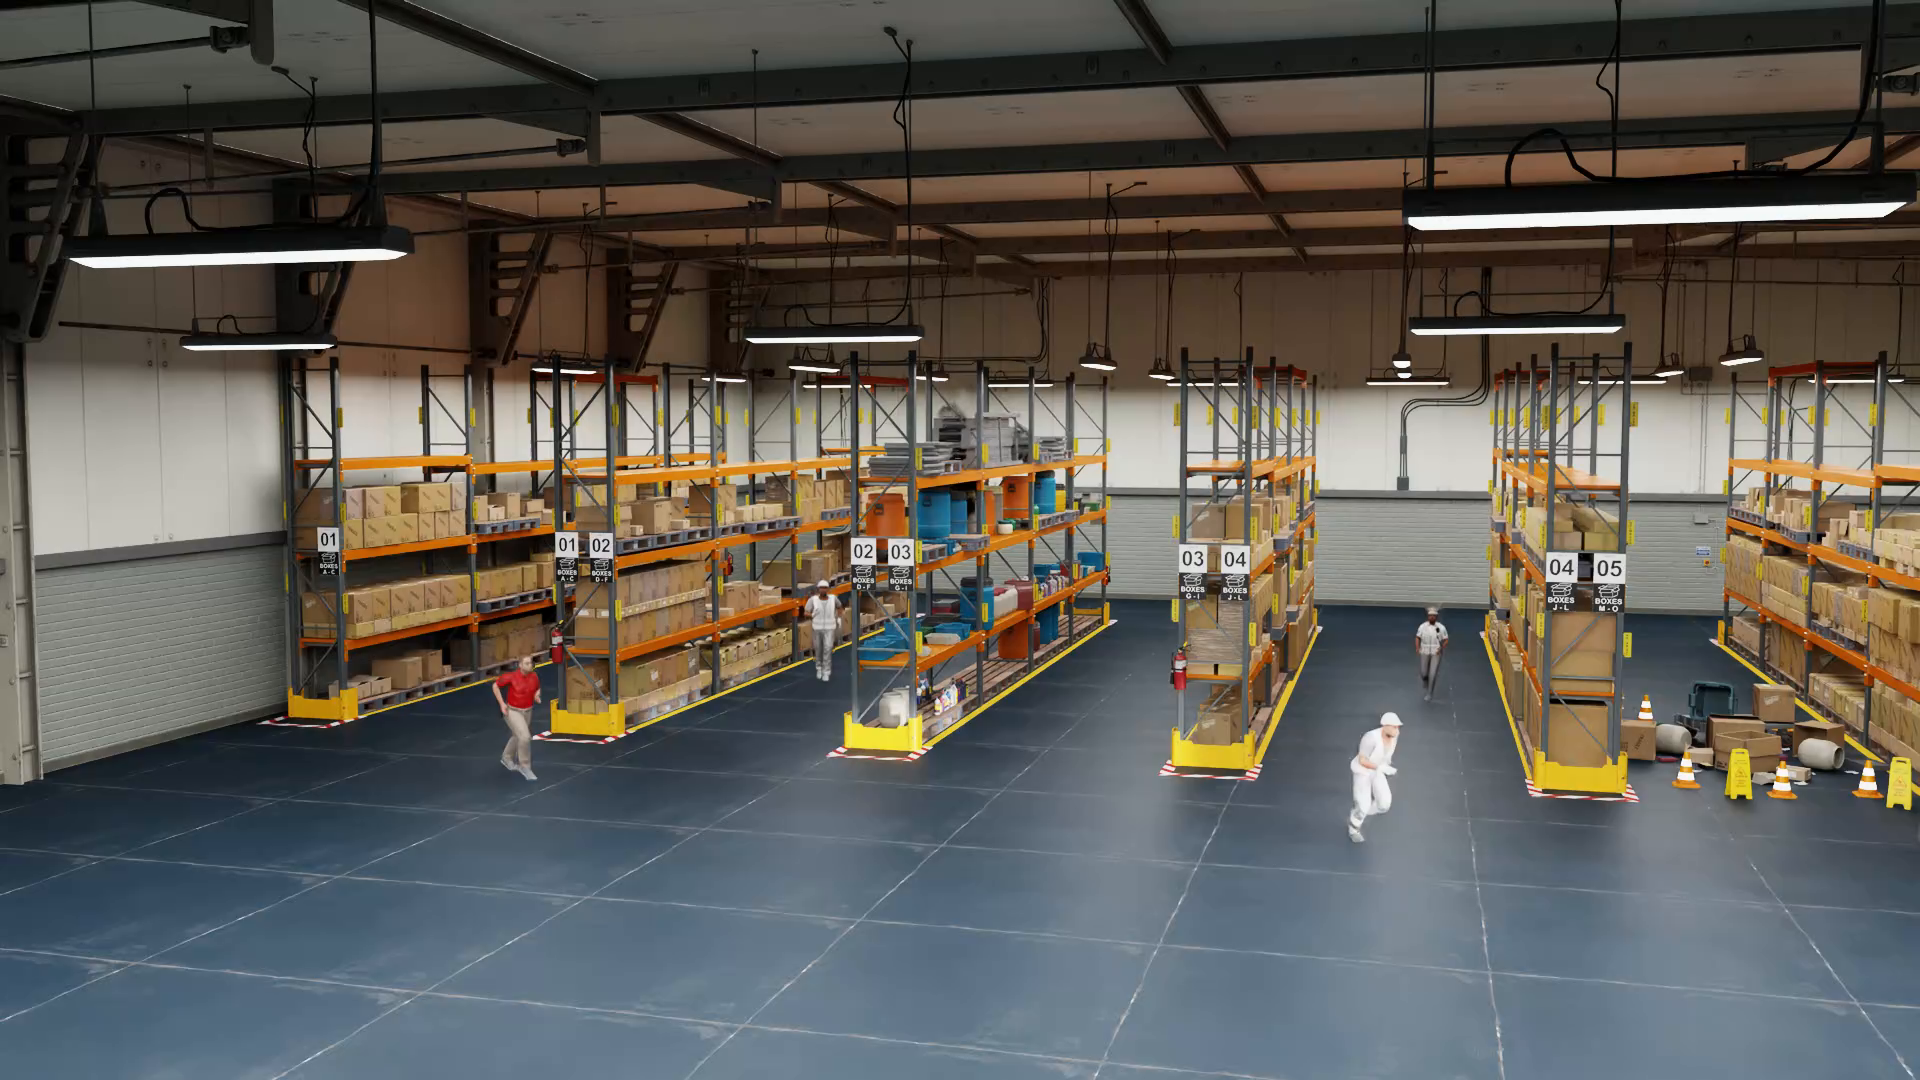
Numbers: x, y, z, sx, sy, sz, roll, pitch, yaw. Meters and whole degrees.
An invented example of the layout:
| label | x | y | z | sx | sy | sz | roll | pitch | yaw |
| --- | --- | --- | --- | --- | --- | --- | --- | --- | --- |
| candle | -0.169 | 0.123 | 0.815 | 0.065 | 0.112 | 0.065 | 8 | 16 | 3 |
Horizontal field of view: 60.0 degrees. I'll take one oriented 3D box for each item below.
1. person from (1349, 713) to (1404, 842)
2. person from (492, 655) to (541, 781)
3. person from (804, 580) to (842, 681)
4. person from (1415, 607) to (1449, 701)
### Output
| label | x | y | z | sx | sy | sz | roll | pitch | yaw |
| --- | --- | --- | --- | --- | --- | --- | --- | --- | --- |
| person | 4.896 | 2.776 | 19.460 | 0.696 | 1.604 | 0.828 | -2 | 5 | -30 |
| person | -6.176 | 2.464 | 23.194 | 0.855 | 1.759 | 0.674 | 3 | 5 | 36 |
| person | -2.463 | 1.633 | 29.920 | 0.703 | 1.826 | 0.880 | 0 | 4 | -6 |
| person | 8.391 | 2.019 | 29.592 | 0.588 | 1.653 | 0.567 | 2 | 5 | 22 |
